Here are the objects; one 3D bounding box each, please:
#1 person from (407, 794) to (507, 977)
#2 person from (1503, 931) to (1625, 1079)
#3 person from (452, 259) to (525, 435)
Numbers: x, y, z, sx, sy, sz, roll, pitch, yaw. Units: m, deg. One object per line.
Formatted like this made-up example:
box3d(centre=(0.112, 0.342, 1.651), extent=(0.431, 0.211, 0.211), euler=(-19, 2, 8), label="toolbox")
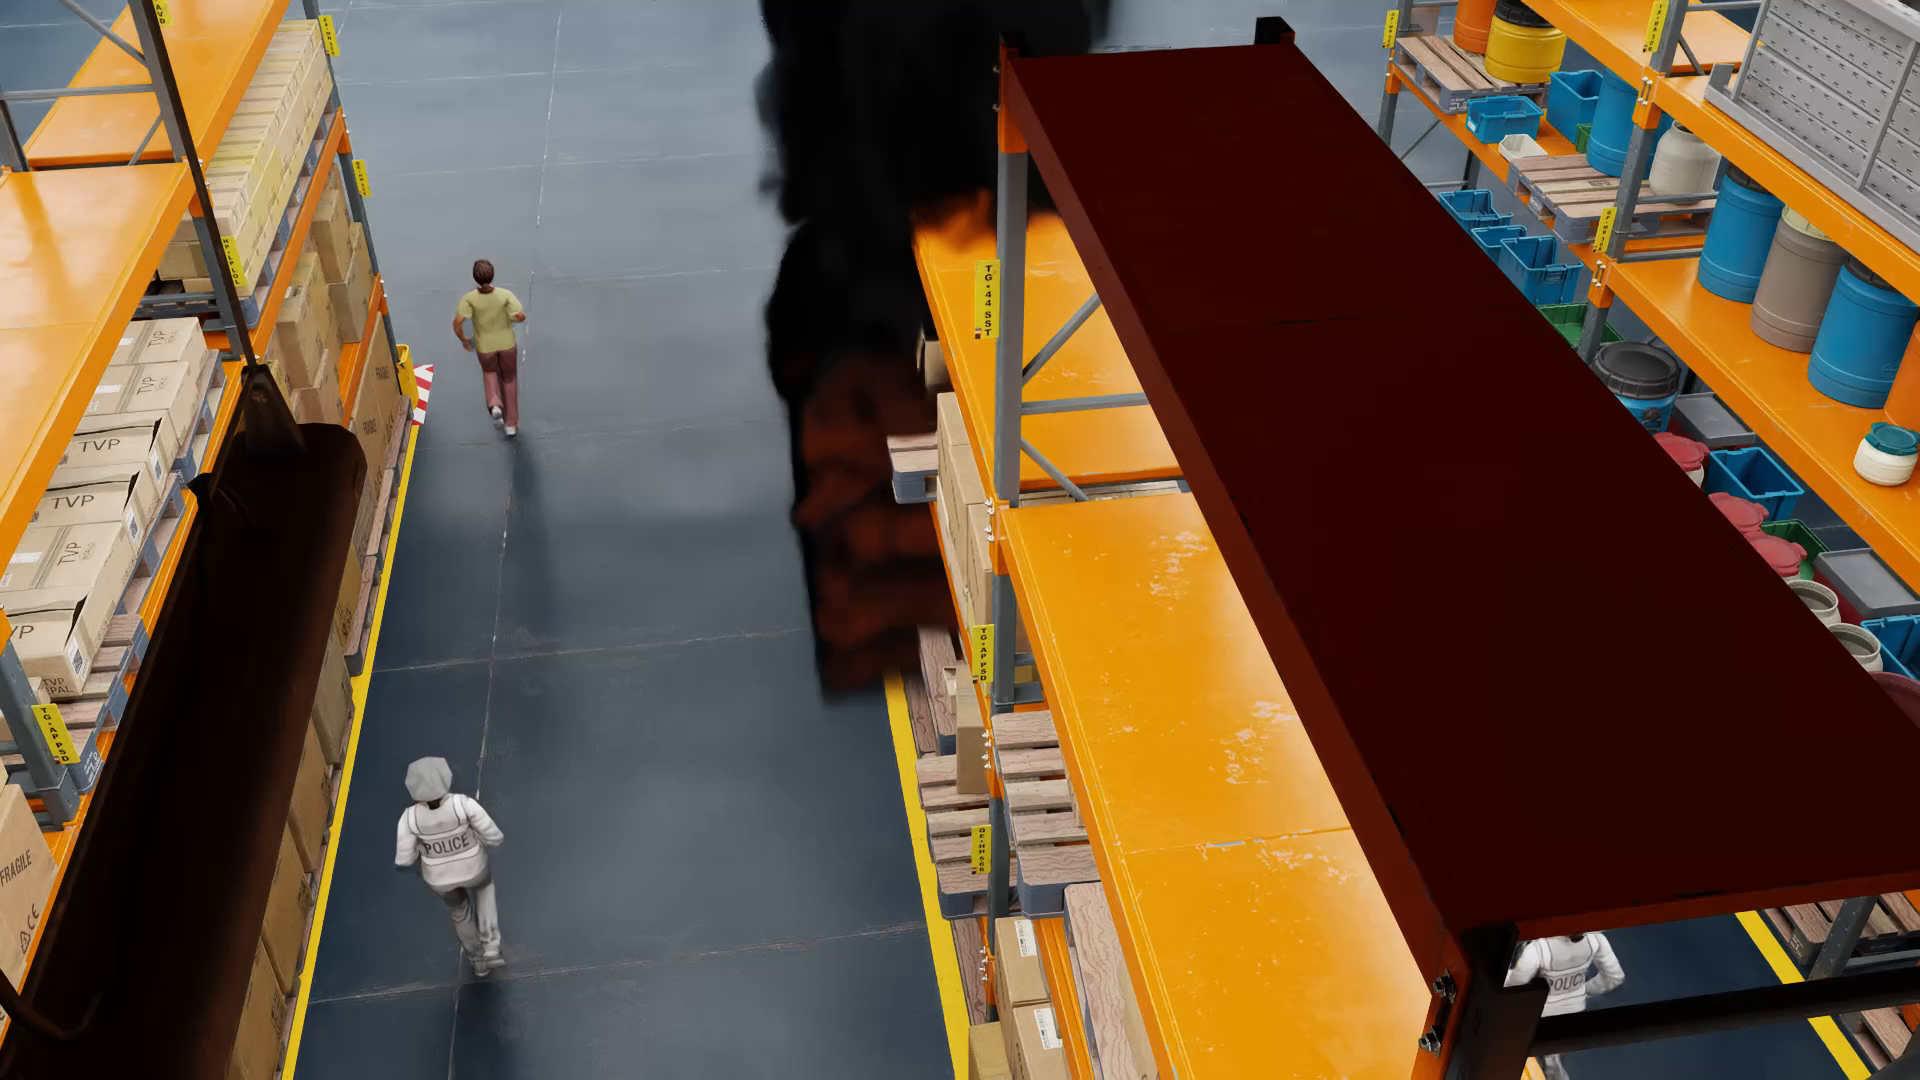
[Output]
box3d(centre=(-2.891, 1.870, 9.552), extent=(0.425, 1.605, 0.490), euler=(-12, 38, -15), label="person")
box3d(centre=(3.073, 2.373, 8.784), extent=(0.607, 1.577, 0.538), euler=(-10, 38, -14), label="person")
box3d(centre=(-4.025, -1.672, 14.363), extent=(0.606, 1.627, 0.561), euler=(-10, 37, -13), label="person")
